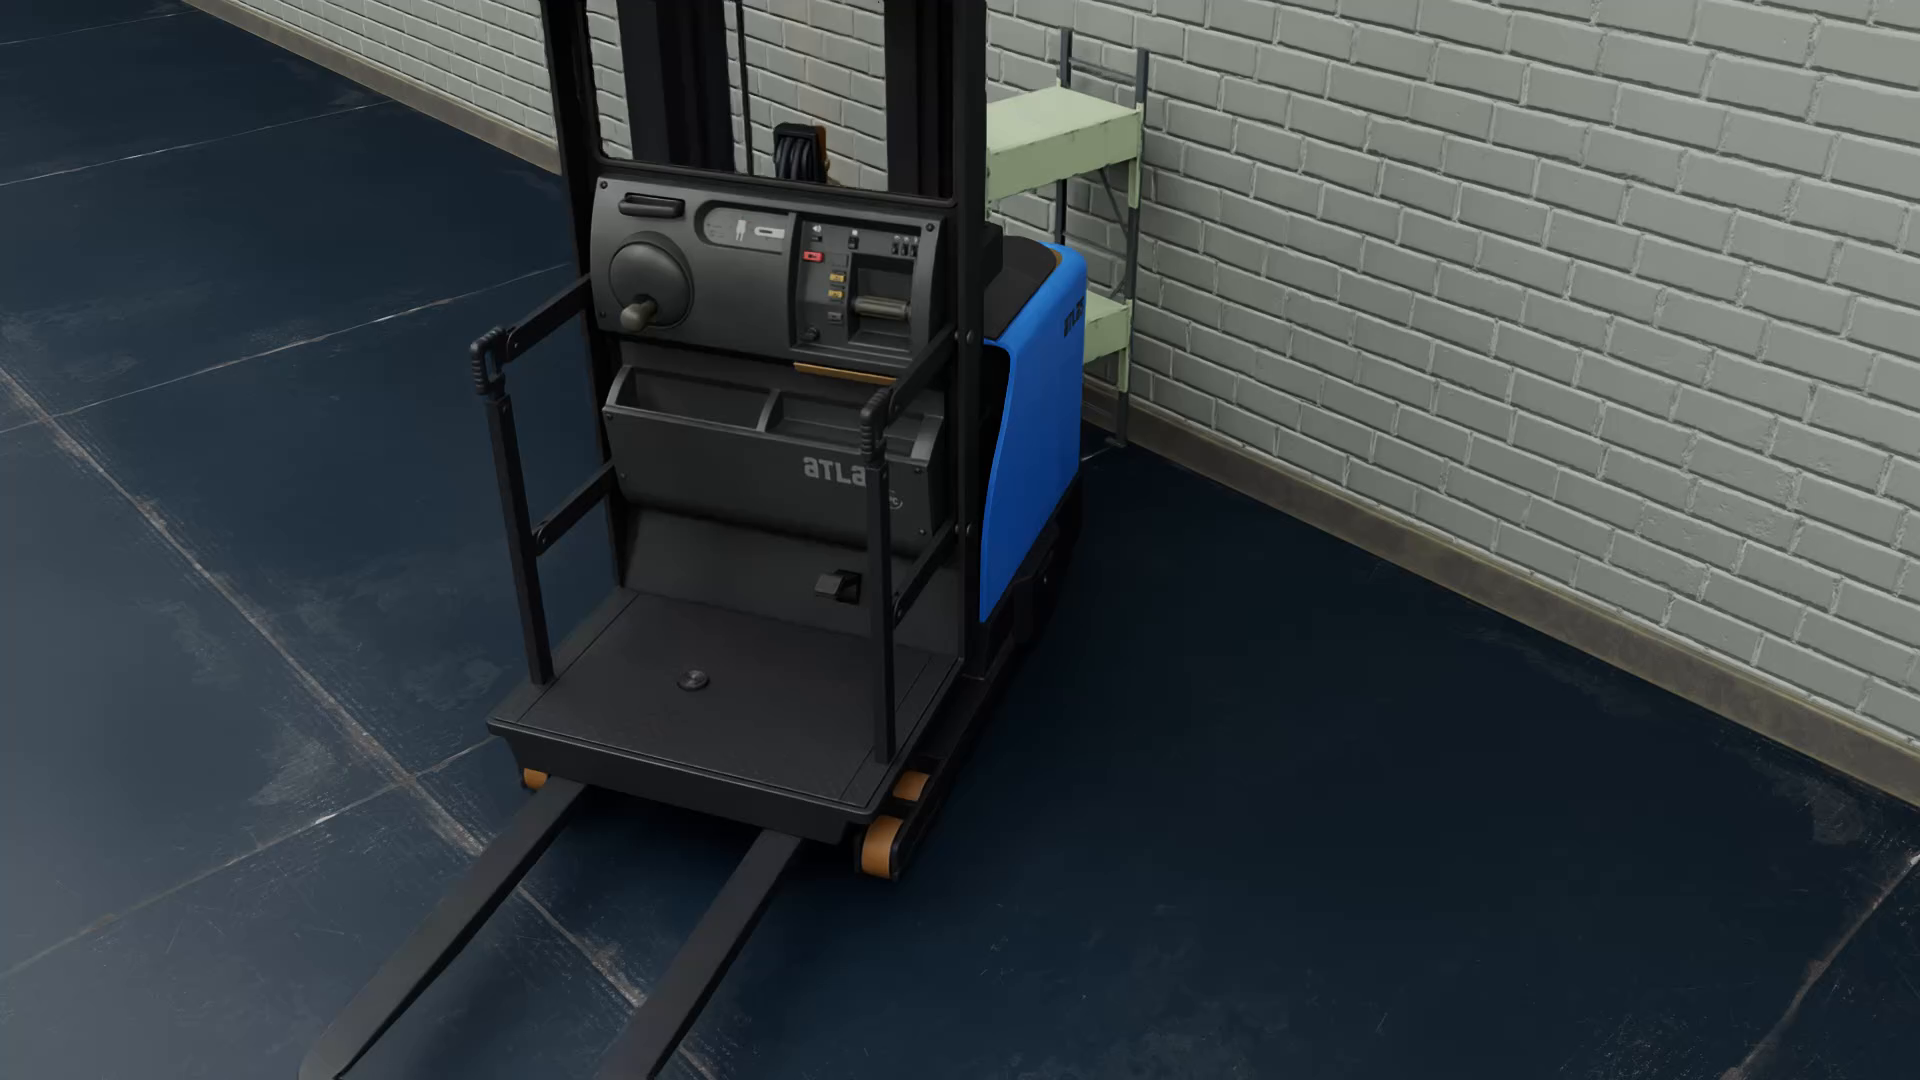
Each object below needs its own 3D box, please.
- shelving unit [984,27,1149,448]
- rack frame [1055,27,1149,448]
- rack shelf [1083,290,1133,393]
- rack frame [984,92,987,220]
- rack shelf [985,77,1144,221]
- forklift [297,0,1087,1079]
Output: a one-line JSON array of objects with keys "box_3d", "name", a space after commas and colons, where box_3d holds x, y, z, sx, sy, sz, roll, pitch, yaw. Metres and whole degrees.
[{"box_3d": [0.218, -0.944, 5.856, 0.755, 1.500, 0.431, -25, 39, -34], "name": "shelving unit"}, {"box_3d": [0.493, -1.070, 6.063, 0.023, 1.500, 0.400, -25, 39, -34], "name": "rack frame"}, {"box_3d": [0.218, -0.666, 6.026, 0.720, 0.370, 0.431, -25, 39, -34], "name": "rack shelf"}, {"box_3d": [-0.057, -0.818, 5.650, 0.023, 1.500, 0.400, -25, 39, -34], "name": "rack frame"}, {"box_3d": [0.218, -1.277, 5.653, 0.720, 0.370, 0.431, -25, 39, -34], "name": "rack shelf"}, {"box_3d": [-0.564, -0.615, 3.945, 1.130, 2.935, 3.031, 11, 33, 17], "name": "forklift"}]
